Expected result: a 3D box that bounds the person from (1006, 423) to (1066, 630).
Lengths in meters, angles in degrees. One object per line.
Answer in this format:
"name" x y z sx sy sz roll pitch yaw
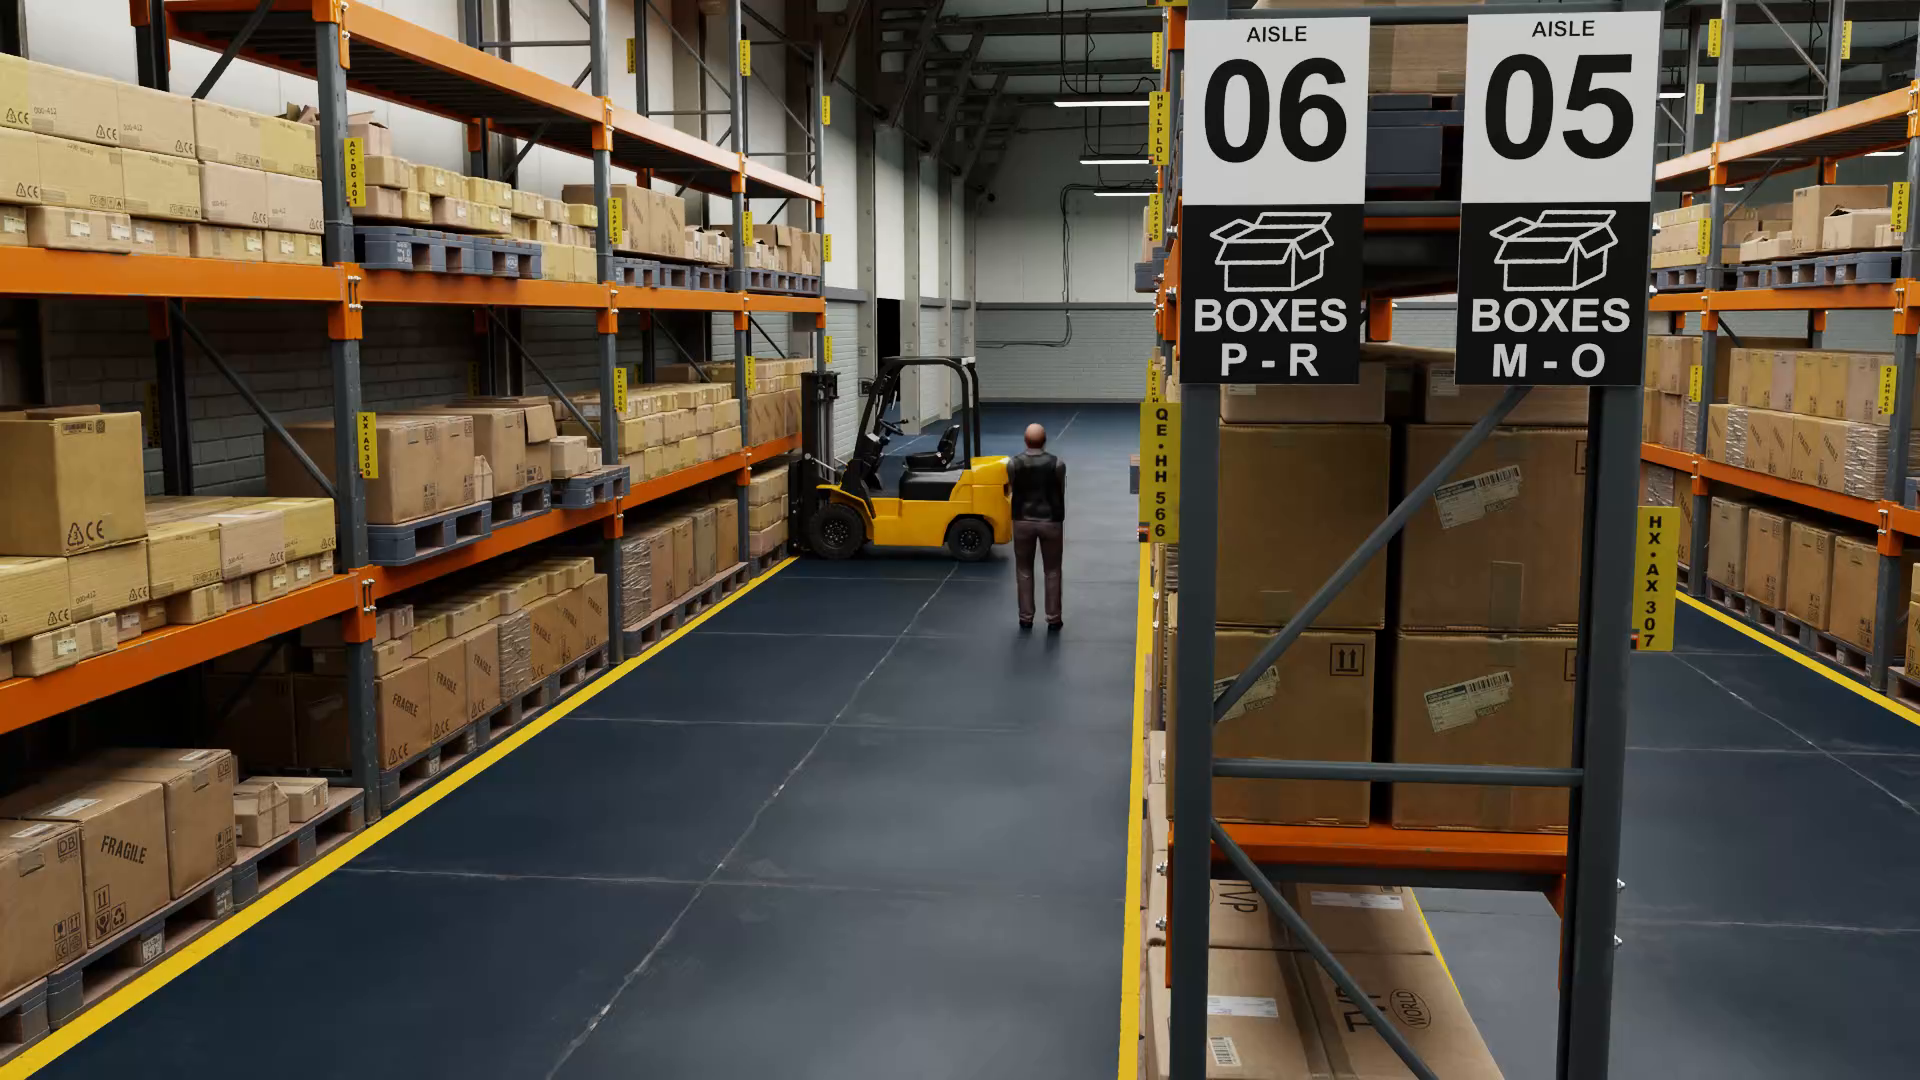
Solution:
"person" 0.640 -0.127 13.881 0.494 1.712 0.559 1 8 6
